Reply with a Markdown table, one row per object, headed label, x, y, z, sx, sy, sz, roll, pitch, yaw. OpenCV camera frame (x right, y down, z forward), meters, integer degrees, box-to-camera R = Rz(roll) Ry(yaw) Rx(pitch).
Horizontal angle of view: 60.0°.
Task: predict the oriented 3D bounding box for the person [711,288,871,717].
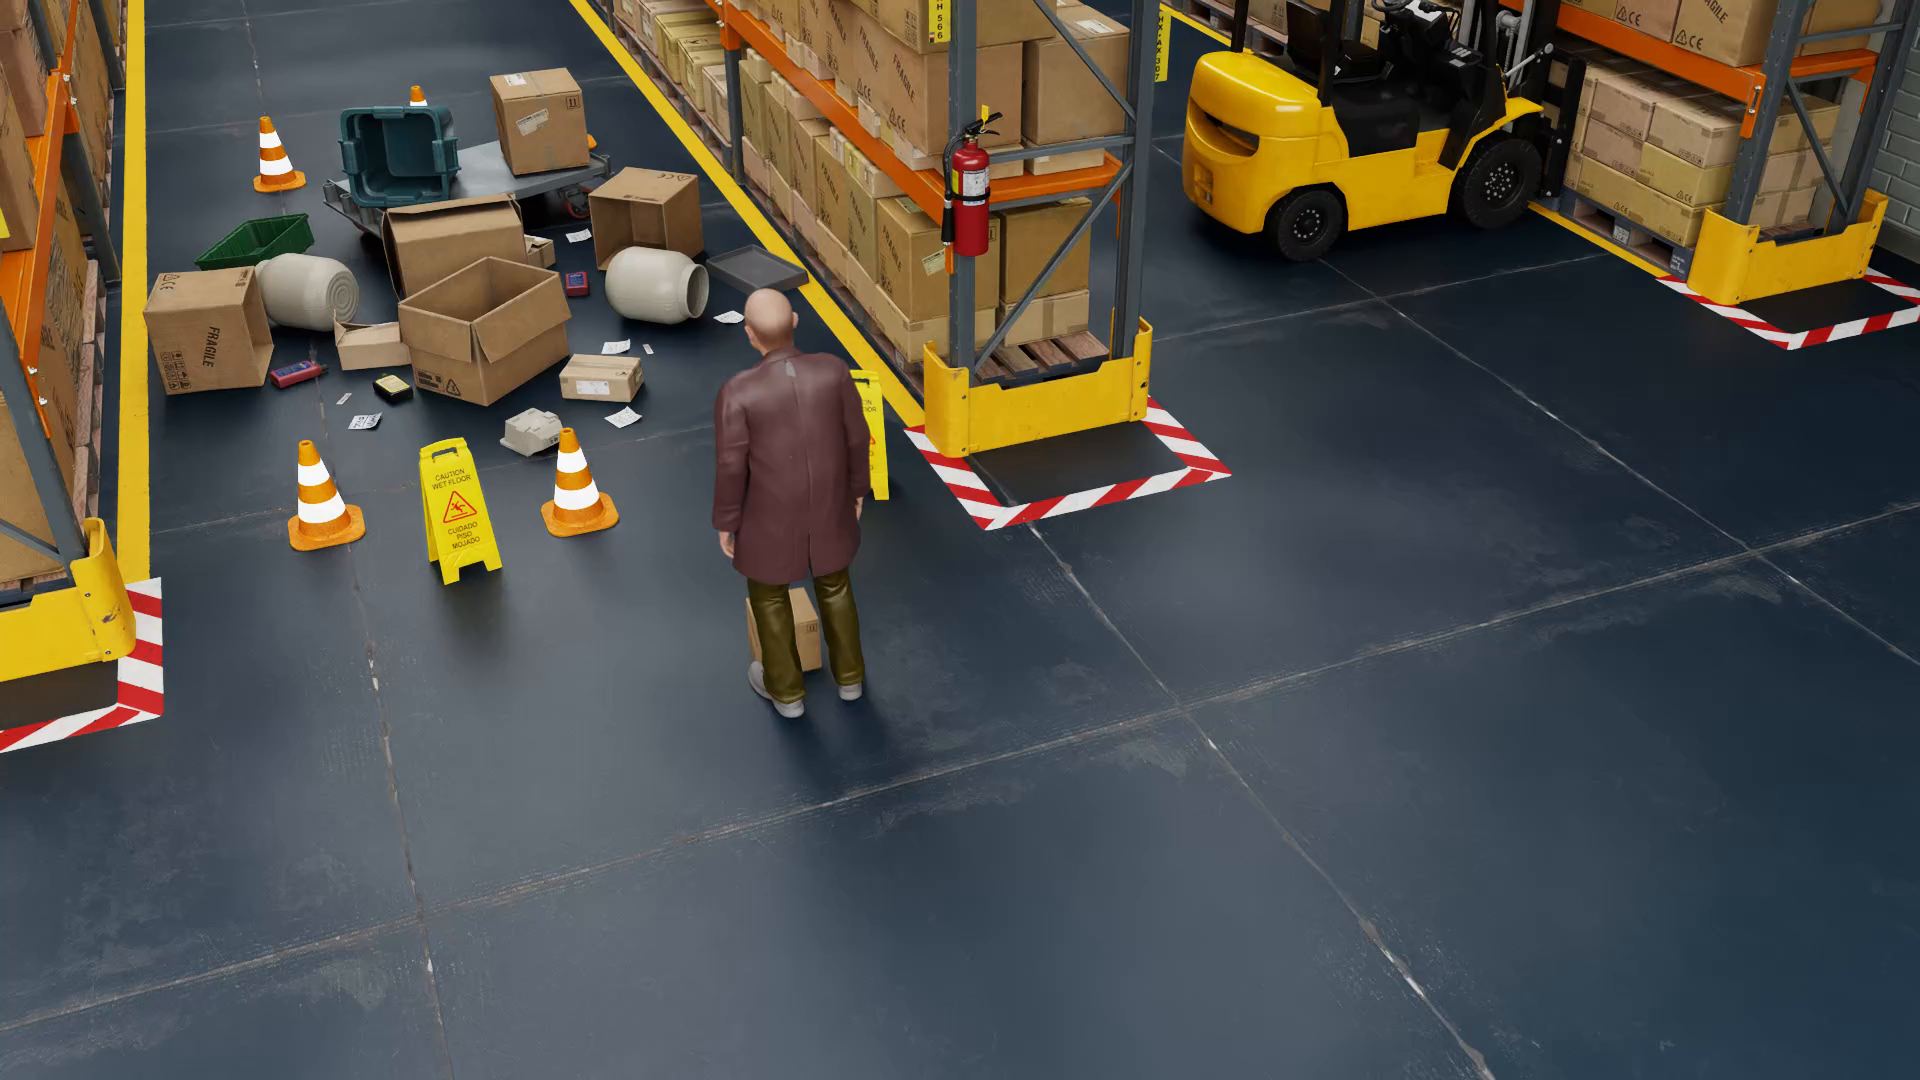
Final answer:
| label | x | y | z | sx | sy | sz | roll | pitch | yaw |
| --- | --- | --- | --- | --- | --- | --- | --- | --- | --- |
| person | -0.640 | -0.122 | 6.343 | 0.644 | 1.772 | 0.429 | -15 | 36 | -21 |
